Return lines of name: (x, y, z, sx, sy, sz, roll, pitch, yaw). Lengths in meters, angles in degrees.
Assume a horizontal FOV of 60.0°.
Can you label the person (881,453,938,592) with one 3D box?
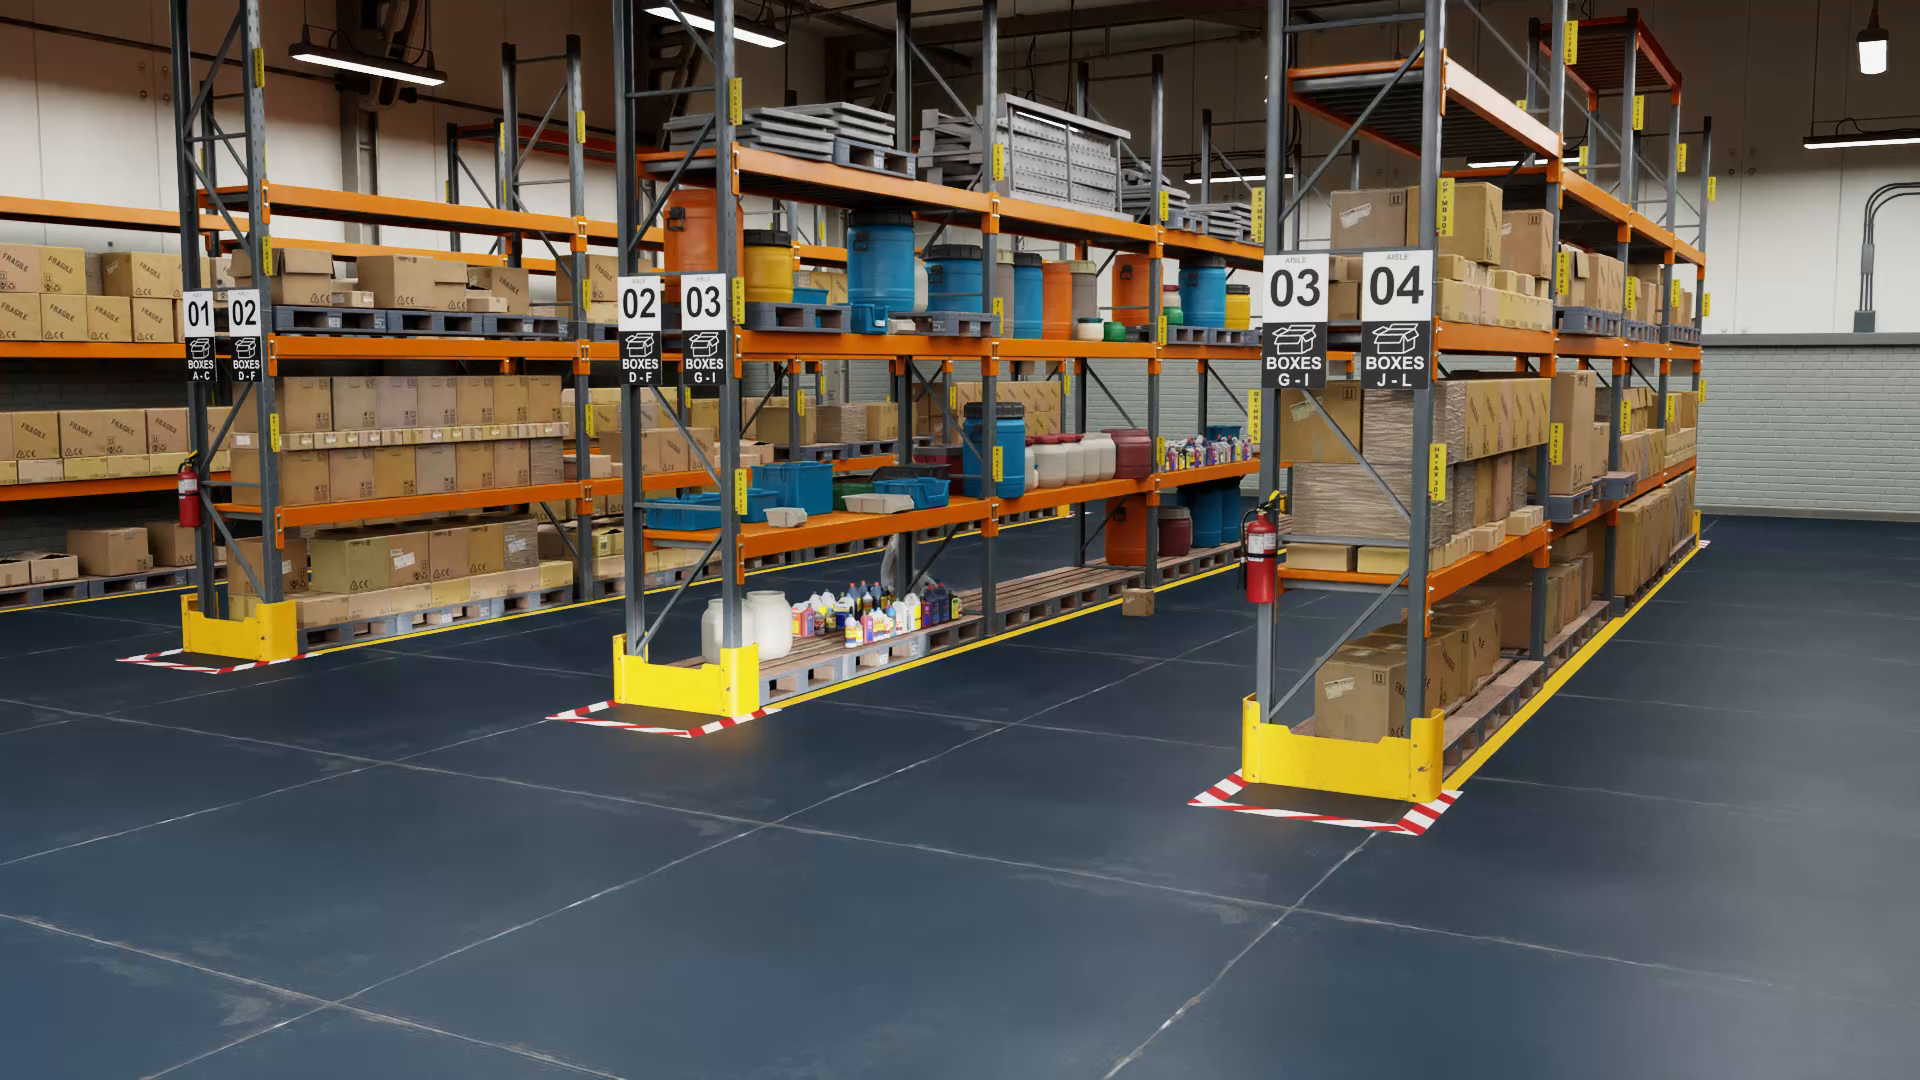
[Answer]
person: (-0.561, -0.061, 16.940, 0.924, 1.649, 0.499, 0, 6, 5)
